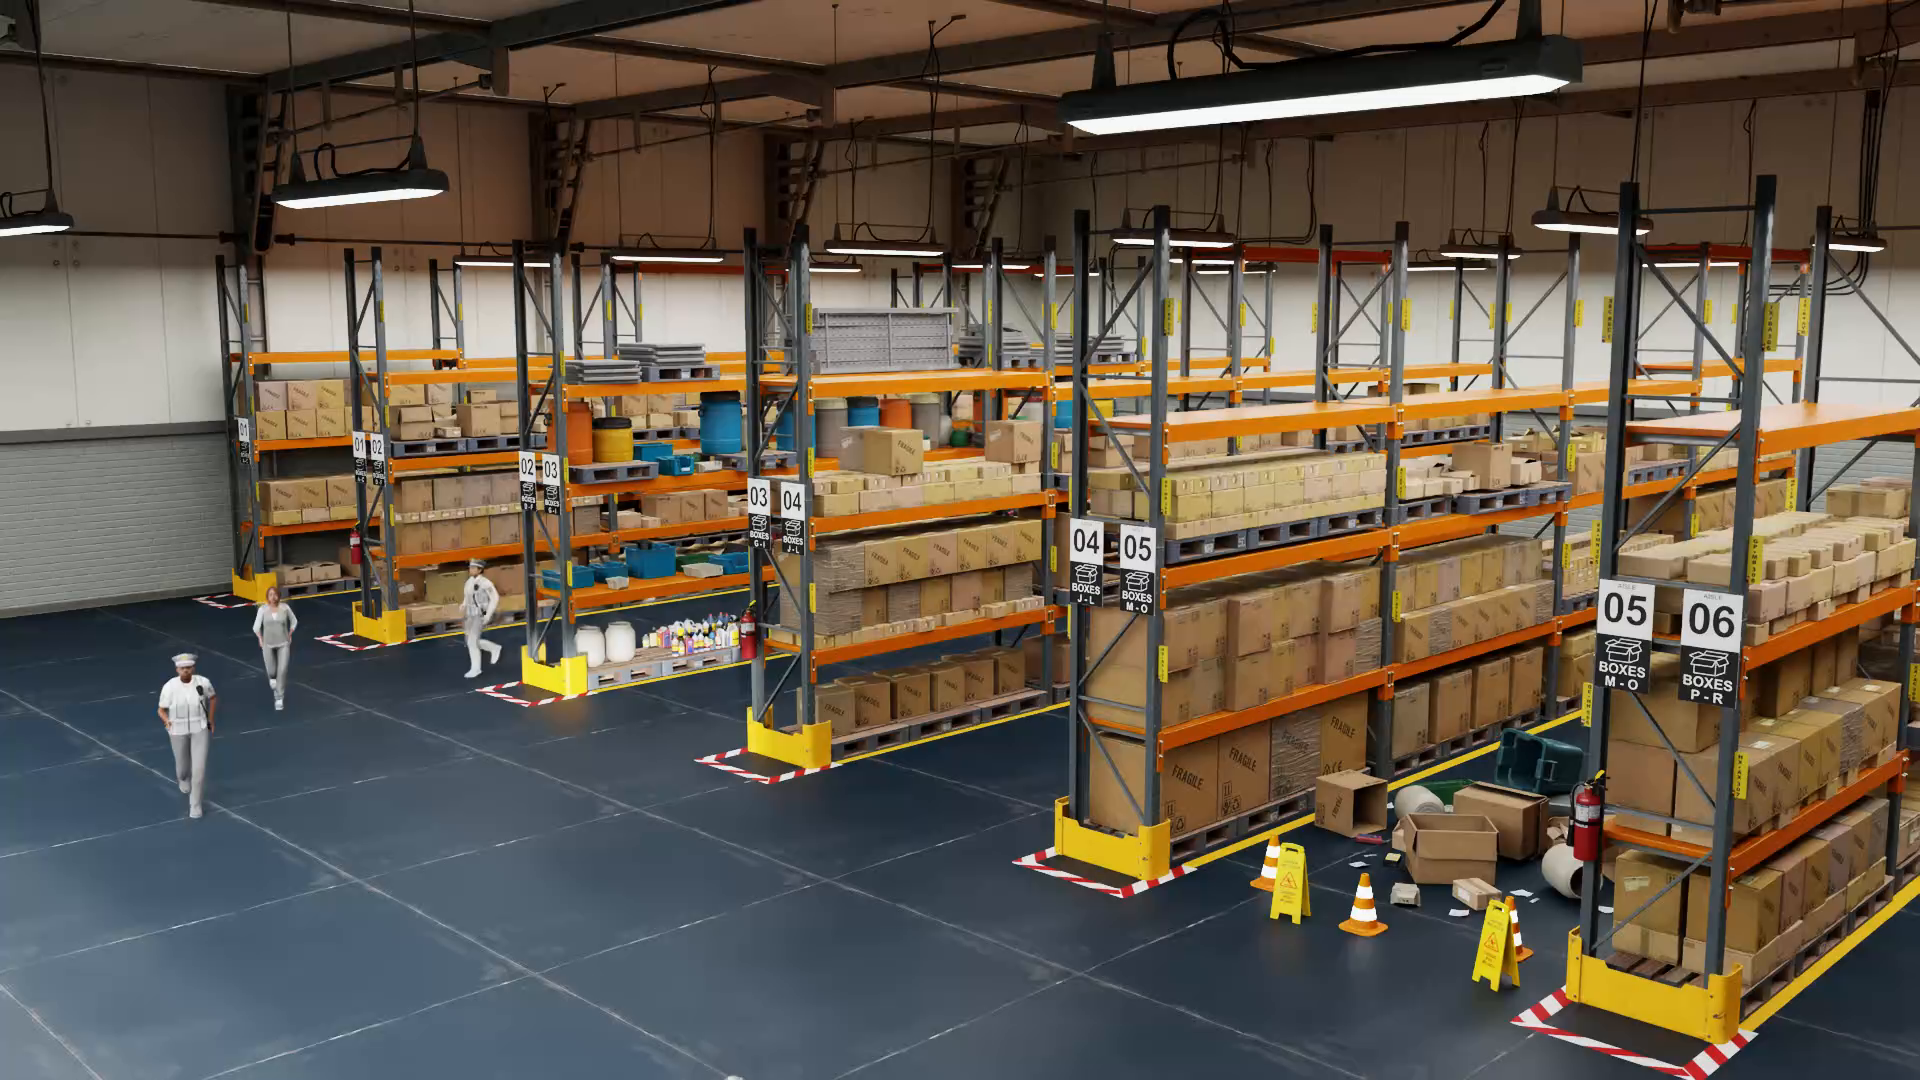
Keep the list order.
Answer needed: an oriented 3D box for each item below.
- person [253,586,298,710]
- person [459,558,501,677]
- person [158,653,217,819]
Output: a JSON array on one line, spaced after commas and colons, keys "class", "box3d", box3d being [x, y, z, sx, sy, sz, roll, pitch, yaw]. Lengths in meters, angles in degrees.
[{"class": "person", "box3d": [-8.840, 1.378, 21.516, 0.536, 1.554, 0.664, -3, 9, -23]}, {"class": "person", "box3d": [-6.719, 1.066, 23.313, 0.657, 1.678, 0.622, 7, 11, 41]}, {"class": "person", "box3d": [-7.894, 1.947, 17.036, 0.565, 1.672, 0.827, -4, 9, -27]}]
